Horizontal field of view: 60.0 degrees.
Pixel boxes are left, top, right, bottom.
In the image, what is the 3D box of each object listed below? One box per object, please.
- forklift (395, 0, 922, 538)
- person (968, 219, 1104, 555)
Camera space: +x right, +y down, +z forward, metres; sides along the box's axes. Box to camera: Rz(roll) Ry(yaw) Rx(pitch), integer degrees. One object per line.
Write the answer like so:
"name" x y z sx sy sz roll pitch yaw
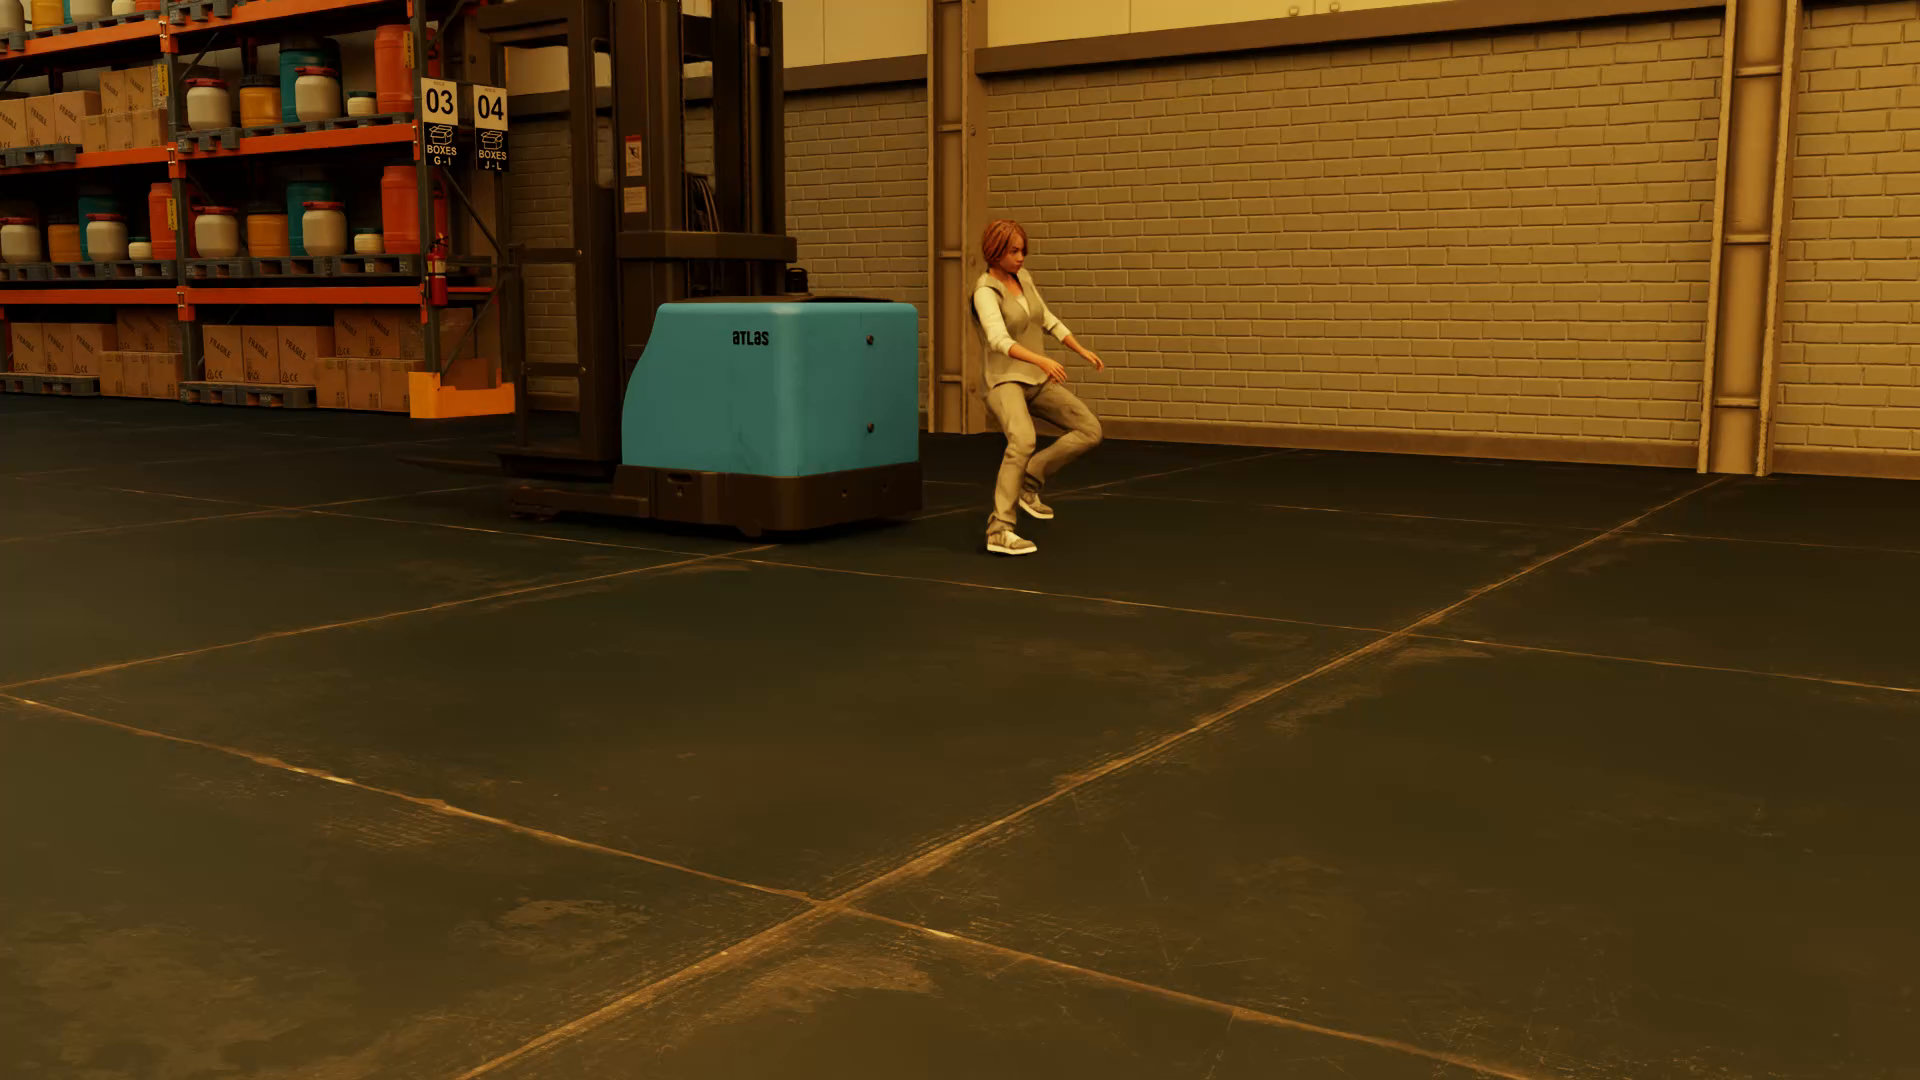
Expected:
"forklift" -1.686 -1.596 8.413 3.031 2.935 1.130 6 10 34
"person" 0.326 -0.691 7.344 0.639 1.427 0.701 7 11 42
